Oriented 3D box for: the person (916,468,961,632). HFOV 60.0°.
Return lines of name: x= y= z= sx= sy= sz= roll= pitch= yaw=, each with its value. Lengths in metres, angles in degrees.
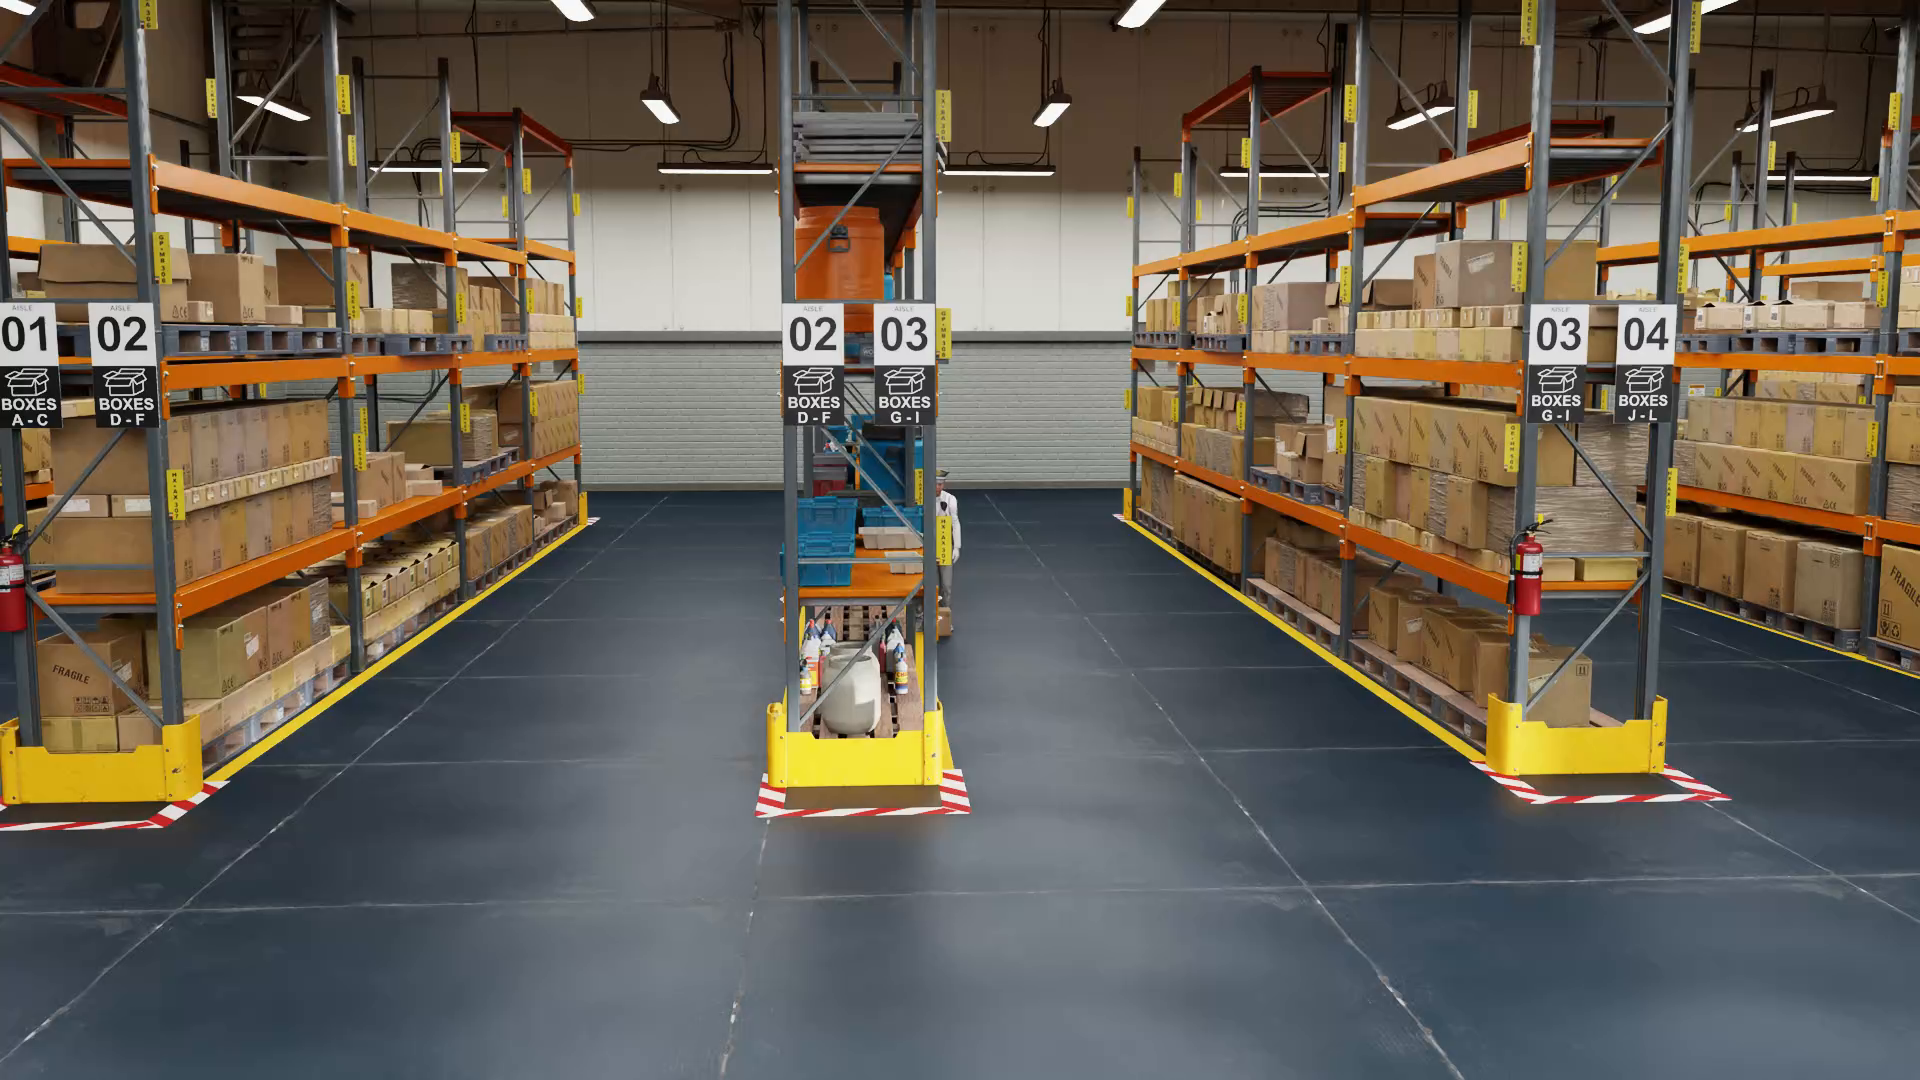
person: x=-0.256 y=0.094 z=16.972 sx=0.526 sy=1.663 sz=0.375 roll=-1 pitch=7 yaw=-4
